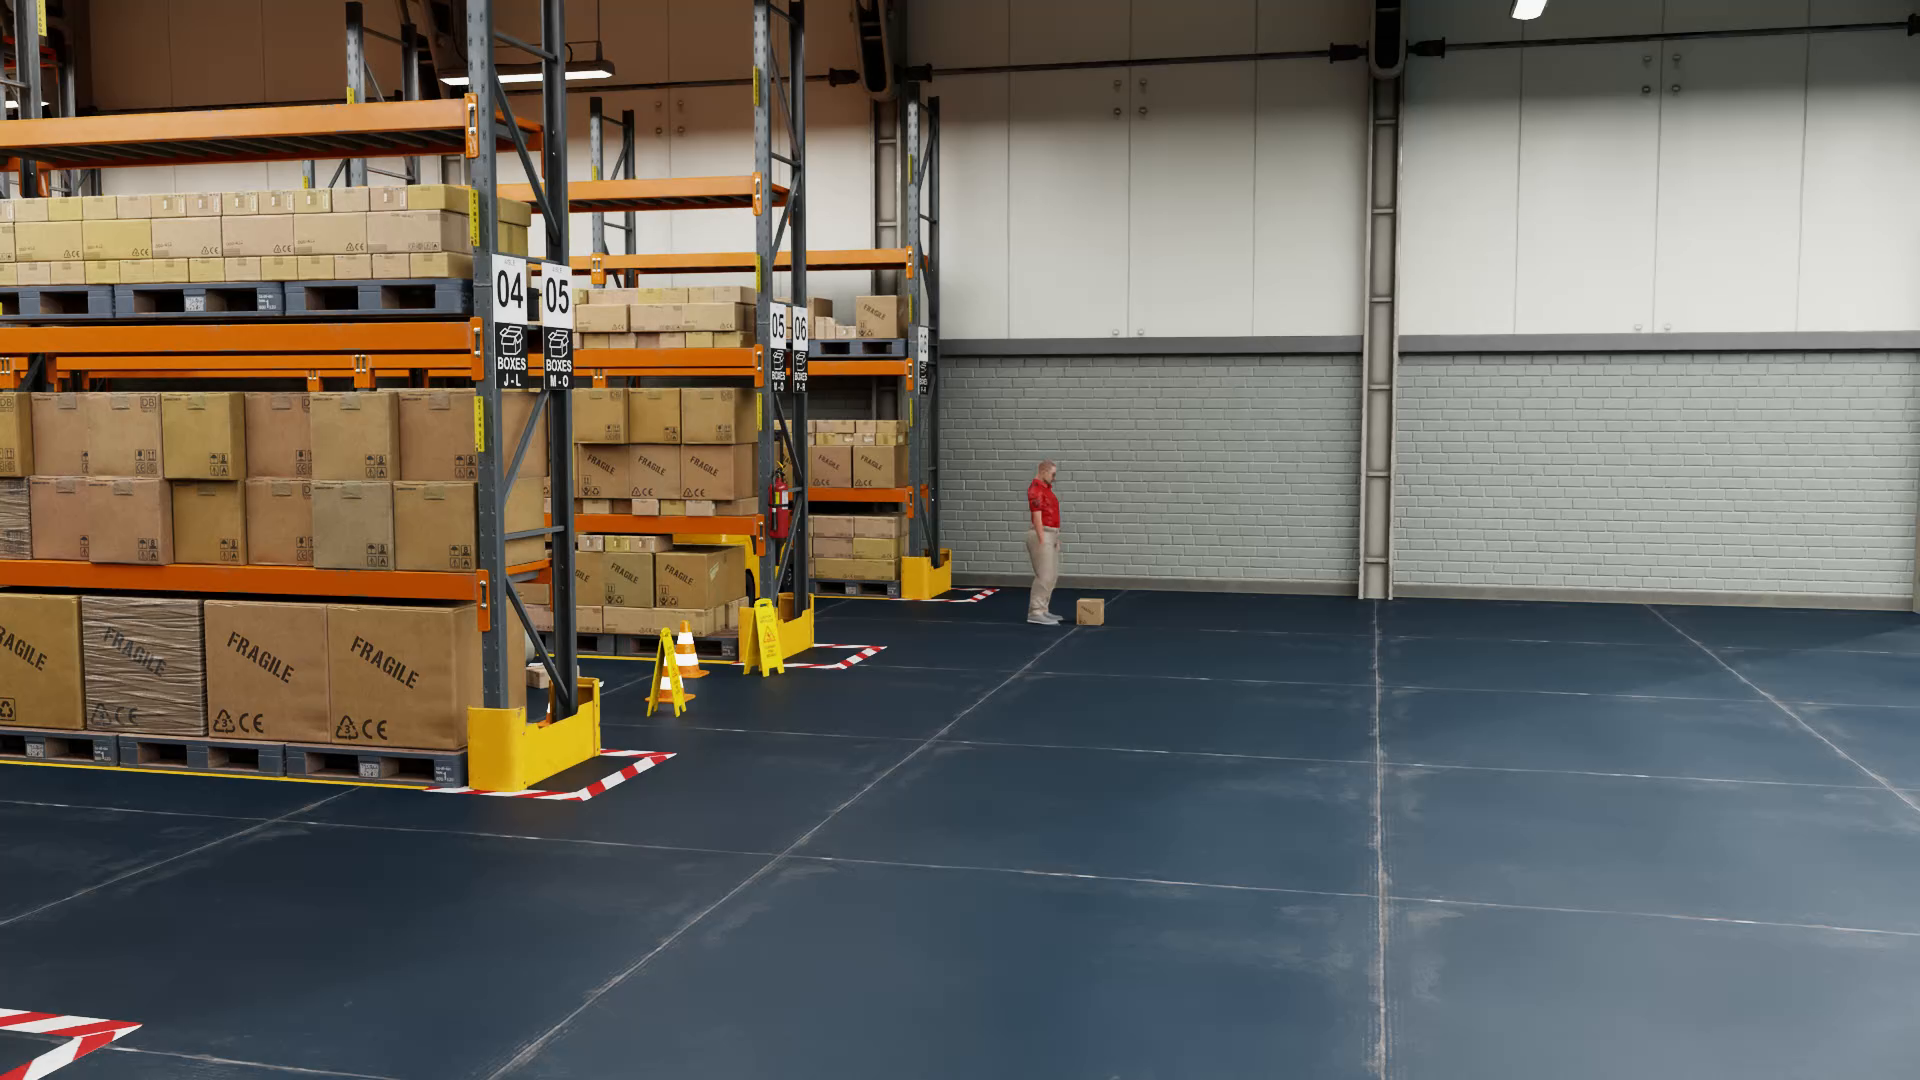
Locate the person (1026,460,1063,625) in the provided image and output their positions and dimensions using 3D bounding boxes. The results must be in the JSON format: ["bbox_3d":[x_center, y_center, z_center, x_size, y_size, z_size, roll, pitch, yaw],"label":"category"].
[{"bbox_3d":[0.893,0.017,17.537,0.357,1.717,0.534,1,5,15],"label":"person"}]
